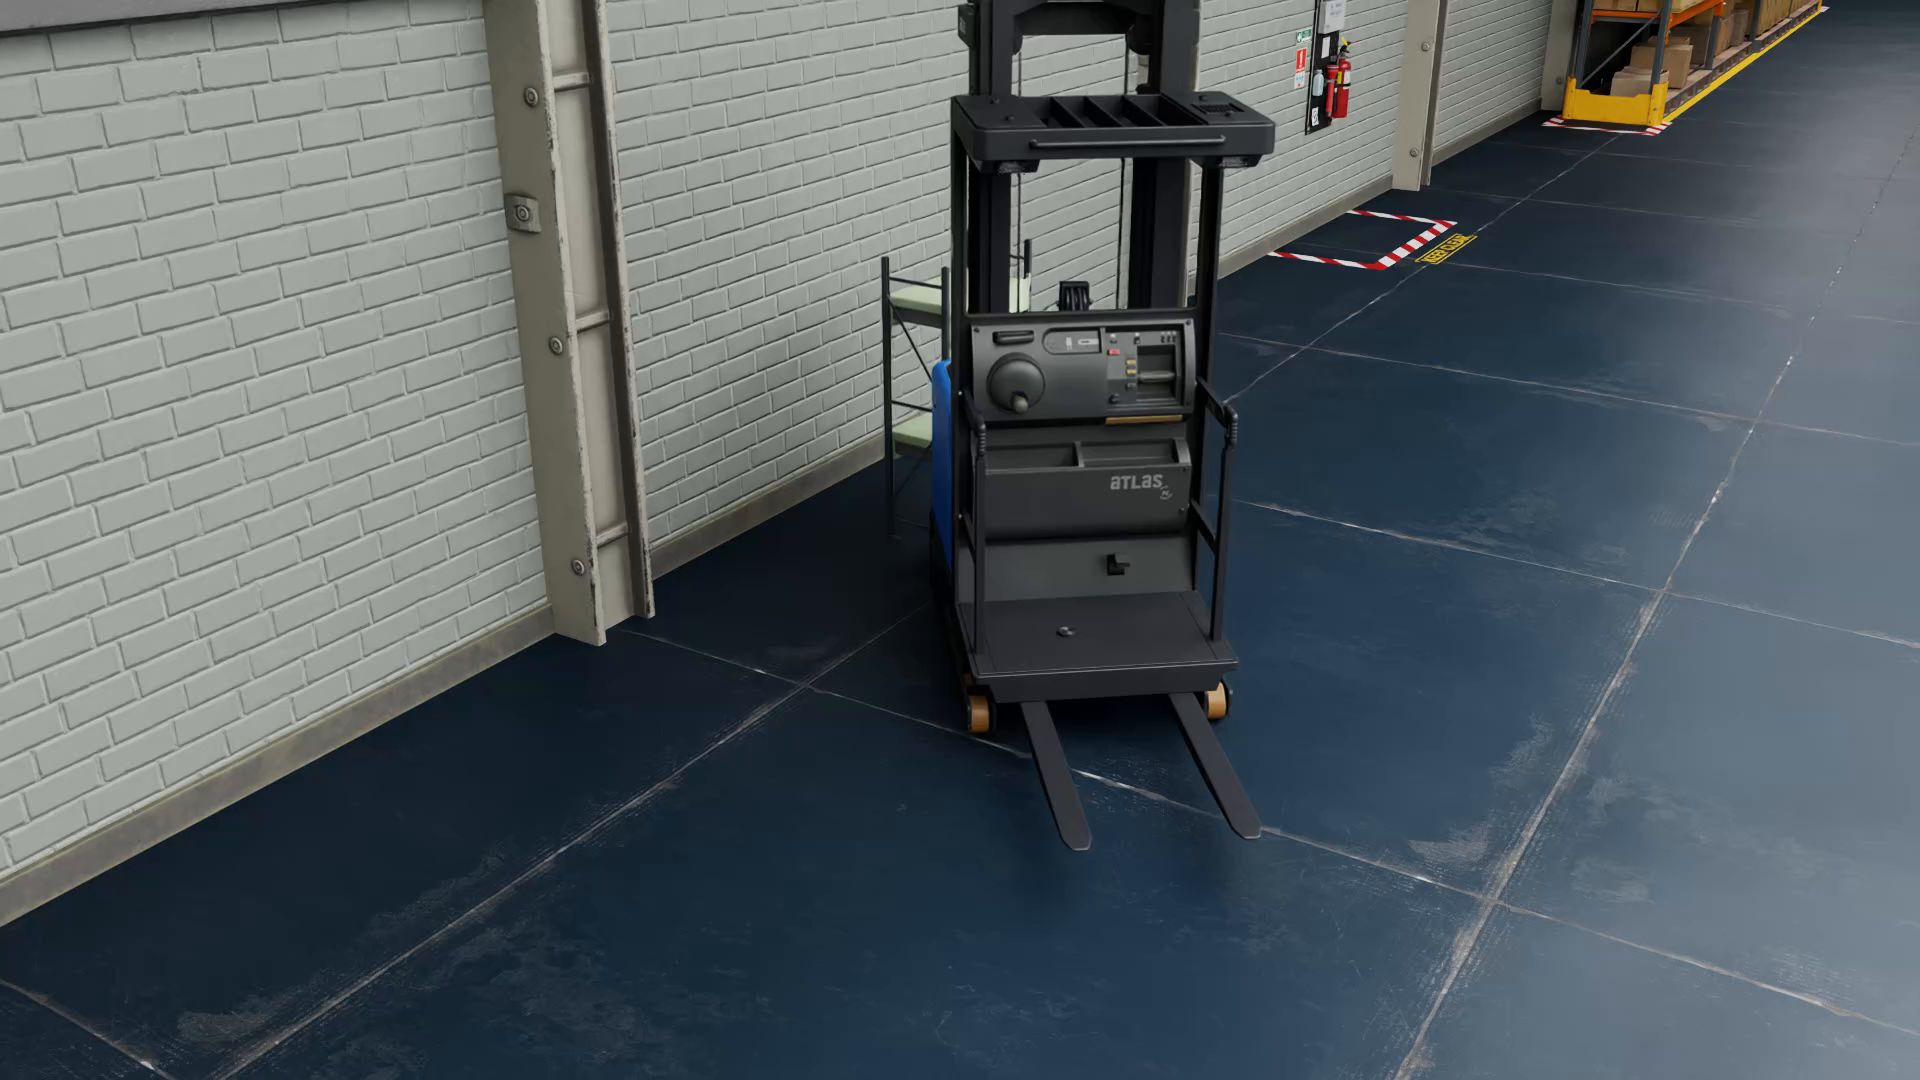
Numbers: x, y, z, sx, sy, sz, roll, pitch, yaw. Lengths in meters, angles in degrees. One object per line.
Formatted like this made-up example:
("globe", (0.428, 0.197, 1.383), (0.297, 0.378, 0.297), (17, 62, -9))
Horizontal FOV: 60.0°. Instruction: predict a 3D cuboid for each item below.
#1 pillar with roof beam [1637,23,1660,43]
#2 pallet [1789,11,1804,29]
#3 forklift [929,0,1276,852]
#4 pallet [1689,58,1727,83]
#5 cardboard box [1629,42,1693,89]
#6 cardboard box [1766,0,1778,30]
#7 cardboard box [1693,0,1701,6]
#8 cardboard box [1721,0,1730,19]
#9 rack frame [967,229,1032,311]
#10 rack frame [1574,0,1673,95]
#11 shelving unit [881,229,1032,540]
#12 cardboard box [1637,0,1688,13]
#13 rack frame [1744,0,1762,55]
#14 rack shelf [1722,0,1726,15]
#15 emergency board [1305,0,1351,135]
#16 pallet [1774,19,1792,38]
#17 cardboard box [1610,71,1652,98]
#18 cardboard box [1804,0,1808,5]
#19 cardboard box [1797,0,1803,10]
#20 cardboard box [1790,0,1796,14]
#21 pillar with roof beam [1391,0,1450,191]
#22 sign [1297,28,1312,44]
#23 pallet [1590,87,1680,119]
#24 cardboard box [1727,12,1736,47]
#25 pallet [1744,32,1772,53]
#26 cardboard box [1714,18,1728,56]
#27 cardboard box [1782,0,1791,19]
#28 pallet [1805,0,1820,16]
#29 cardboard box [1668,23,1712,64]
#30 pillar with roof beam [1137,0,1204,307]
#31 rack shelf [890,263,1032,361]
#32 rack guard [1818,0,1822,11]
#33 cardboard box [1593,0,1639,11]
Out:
("pillar with roof beam", (14.634, -10.939, 22.692), (9.100, 9.000, 0.400), (14, 27, 29))
("pallet", (14.975, -9.656, 30.790), (1.003, 0.211, 1.213), (14, 27, 29))
("forklift", (0.536, -0.686, 6.645), (1.130, 2.935, 3.031), (-3, 24, -6))
("pallet", (10.696, -6.979, 24.605), (1.003, 0.211, 1.213), (14, 27, 29))
("cardboard box", (9.349, -6.344, 22.222), (0.700, 0.500, 0.500), (12, 26, 26))
("cardboard box", (13.364, -9.067, 28.096), (0.750, 0.750, 0.750), (14, 27, 29))
("cardboard box", (9.240, -7.033, 21.384), (0.500, 0.250, 0.500), (13, 27, 28))
("cardboard box", (11.441, -8.137, 25.418), (0.500, 0.250, 0.500), (14, 27, 29))
("rack frame", (0.202, -0.904, 8.951), (0.400, 1.500, 0.023), (16, 28, 32))
("rack frame", (8.177, -6.645, 20.325), (1.000, 3.000, 0.127), (14, 27, 29))
("shelving unit", (-0.009, -0.785, 8.676), (0.431, 1.500, 0.755), (16, 28, 32))
("cardboard box", (8.704, -6.684, 20.578), (0.500, 0.250, 0.500), (13, 27, 27))
("rack frame", (12.397, -9.346, 26.562), (1.000, 3.000, 0.127), (14, 27, 29))
("rack shelf", (11.342, -8.340, 25.146), (1.077, 0.370, 4.000), (14, 27, 29))
("emergency board", (3.311, -4.212, 14.704), (0.194, 1.169, 0.643), (14, 27, 29))
("pallet", (14.164, -9.140, 29.597), (1.003, 0.211, 1.213), (14, 27, 29))
("cardboard box", (8.618, -5.828, 21.268), (0.500, 0.311, 0.500), (11, 26, 23))
("cardboard box", (16.069, -10.665, 32.228), (0.700, 0.500, 0.500), (14, 27, 29))
("cardboard box", (15.529, -10.314, 31.417), (0.700, 0.500, 0.500), (15, 27, 30))
("cardboard box", (14.989, -9.972, 30.627), (0.700, 0.500, 0.500), (14, 27, 30))
("pillar with roof beam", (8.304, -6.889, 13.336), (9.100, 9.000, 0.400), (14, 27, 29))
("sign", (2.941, -4.306, 14.209), (0.001, 0.109, 0.331), (14, 27, 29))
("pallet", (8.676, -5.658, 21.555), (1.003, 0.211, 1.213), (14, 27, 29))
("cardboard box", (11.691, -7.997, 26.040), (0.700, 0.500, 0.500), (14, 27, 29))
("pallet", (12.877, -8.316, 27.694), (1.003, 0.211, 1.213), (14, 27, 29))
("cardboard box", (11.195, -7.651, 25.240), (0.700, 0.500, 0.500), (14, 27, 30))
("cardboard box", (14.275, -9.655, 29.455), (0.750, 0.750, 0.750), (14, 27, 30))
("pallet", (16.262, -10.480, 32.692), (1.003, 0.211, 1.213), (14, 27, 29))
("cardboard box", (10.661, -7.302, 24.435), (0.700, 0.500, 0.500), (15, 28, 31))
("pillar with roof beam", (5.139, -4.864, 8.658), (9.100, 9.000, 0.400), (14, 27, 29))
("rack shelf", (-0.009, -1.143, 8.521), (0.431, 0.370, 0.720), (16, 28, 32))
("rack guard", (16.630, -10.907, 33.315), (1.175, 0.500, 0.348), (14, 27, 29))
("cardboard box", (8.259, -6.784, 20.809), (0.500, 0.250, 0.500), (14, 27, 30))
